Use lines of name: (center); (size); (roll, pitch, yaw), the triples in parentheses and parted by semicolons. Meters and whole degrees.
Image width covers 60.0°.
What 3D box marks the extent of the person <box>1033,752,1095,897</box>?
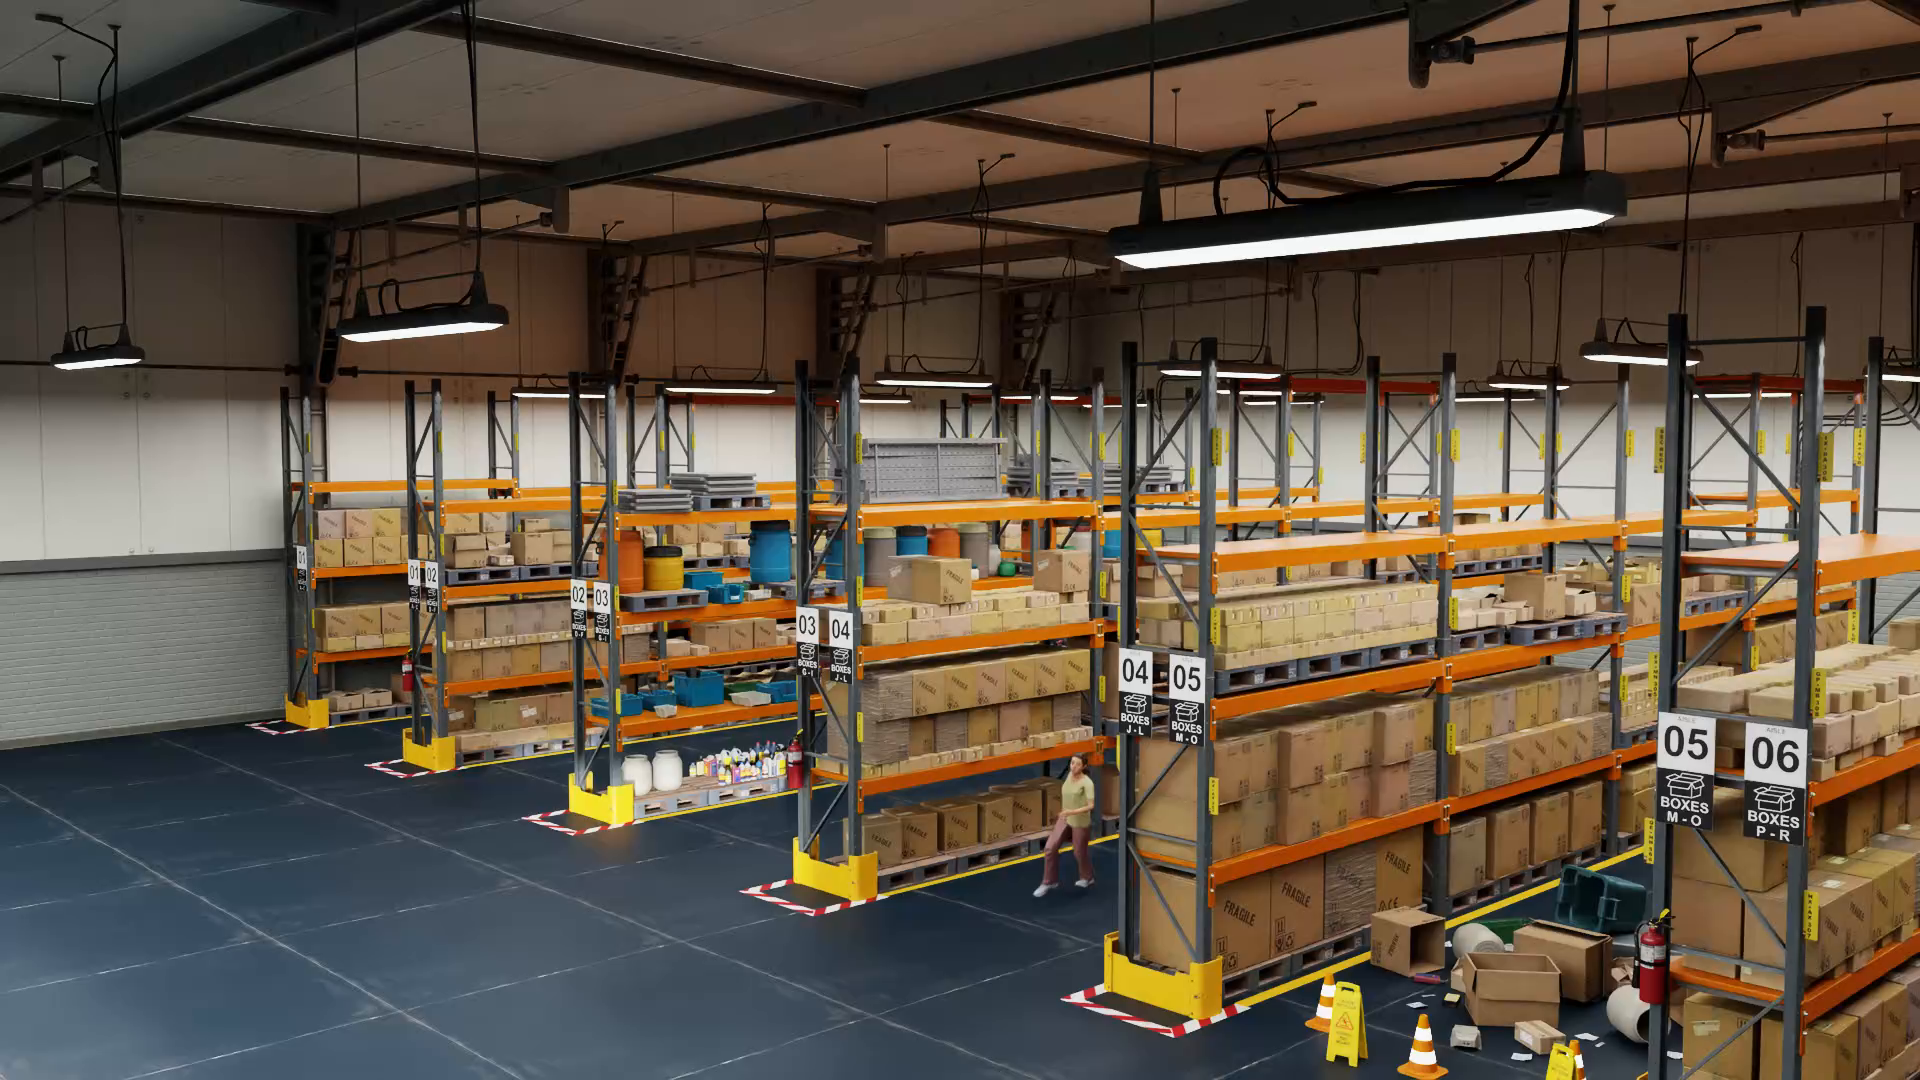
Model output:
person: (1.291, 3.152, 18.495); (0.645, 1.625, 0.781); (3, 5, 43)

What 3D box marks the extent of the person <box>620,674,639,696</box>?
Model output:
person: (-6.094, 2.423, 30.594); (0.562, 1.609, 0.649); (3, 5, 36)
